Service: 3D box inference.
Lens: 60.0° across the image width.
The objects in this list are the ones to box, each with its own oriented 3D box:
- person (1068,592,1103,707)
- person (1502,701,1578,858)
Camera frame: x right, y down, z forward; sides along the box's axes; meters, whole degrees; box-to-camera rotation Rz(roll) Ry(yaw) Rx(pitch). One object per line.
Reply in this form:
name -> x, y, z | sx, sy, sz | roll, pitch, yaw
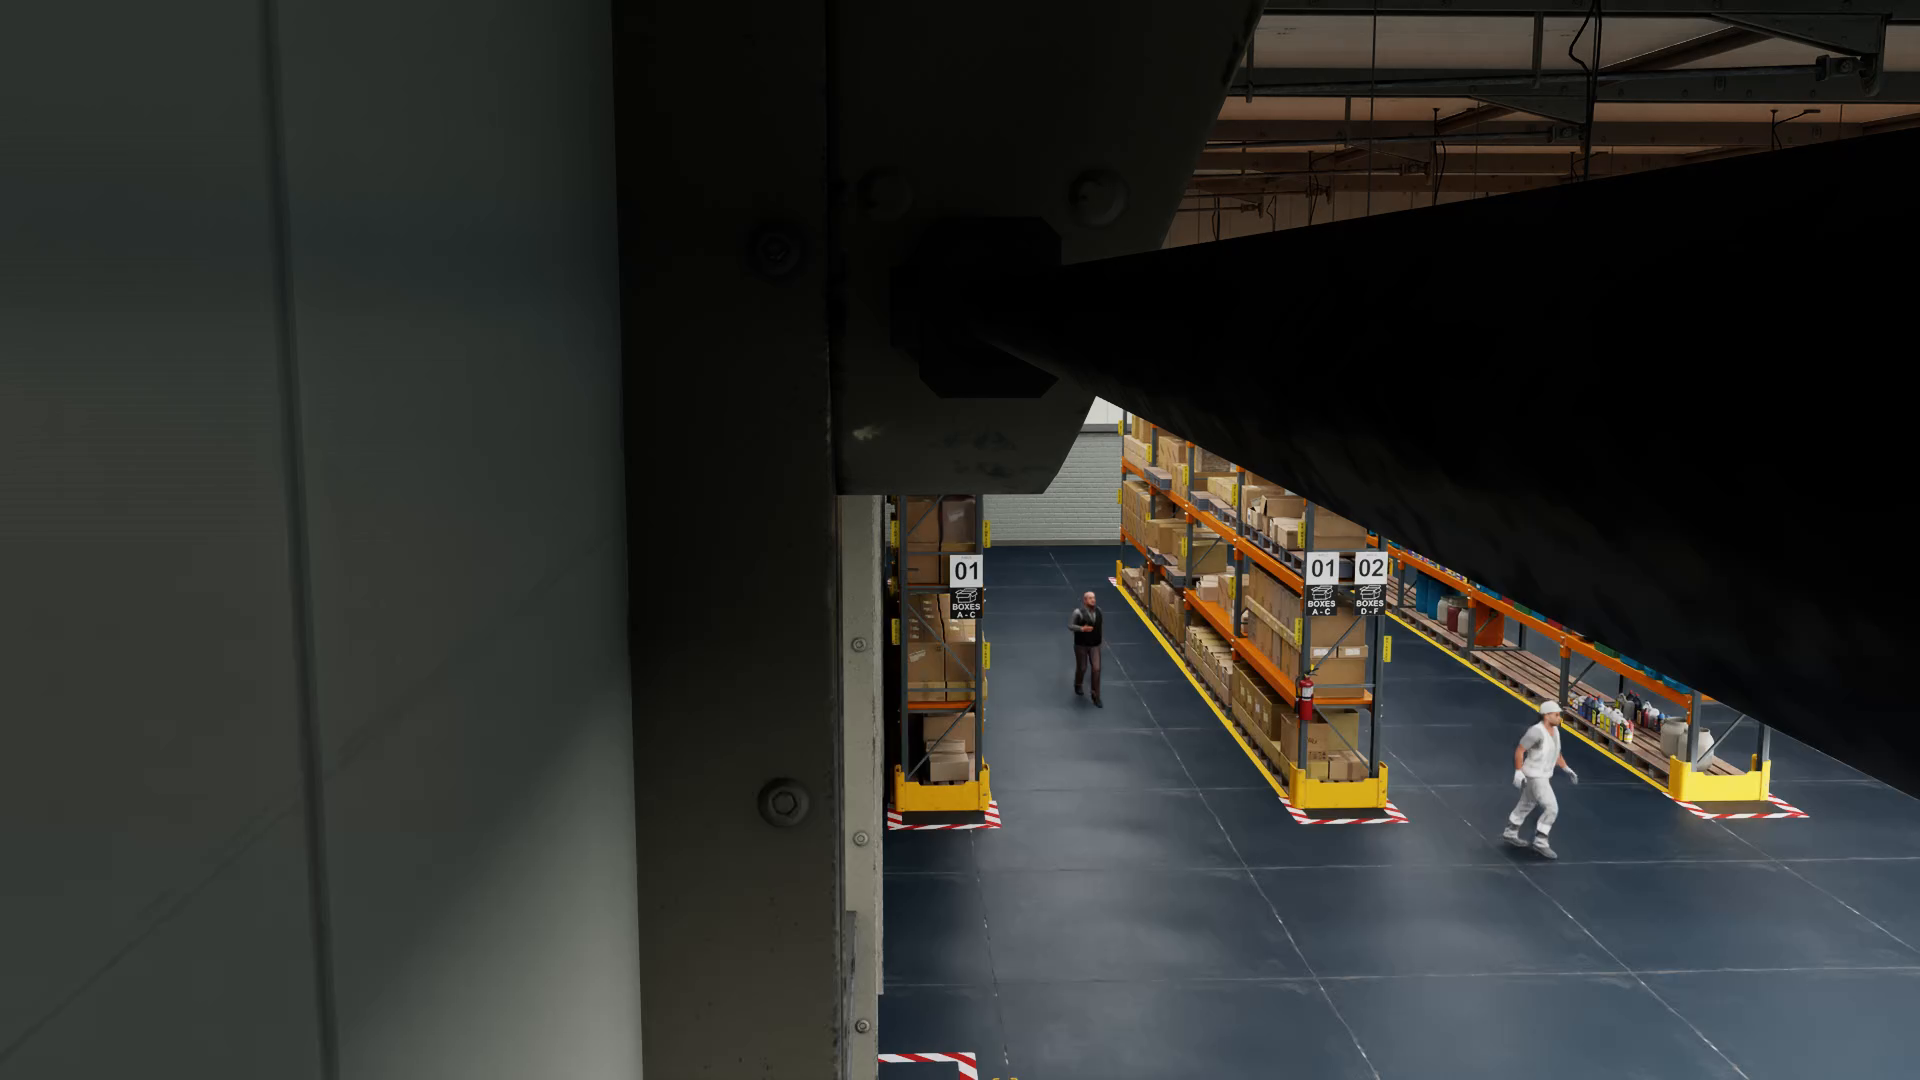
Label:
person -> 1.967, 1.673, 25.918 | 0.642, 1.765, 0.857 | -3, 9, -18
person -> 6.571, 2.668, 18.884 | 0.755, 1.745, 0.576 | 6, 11, 37
